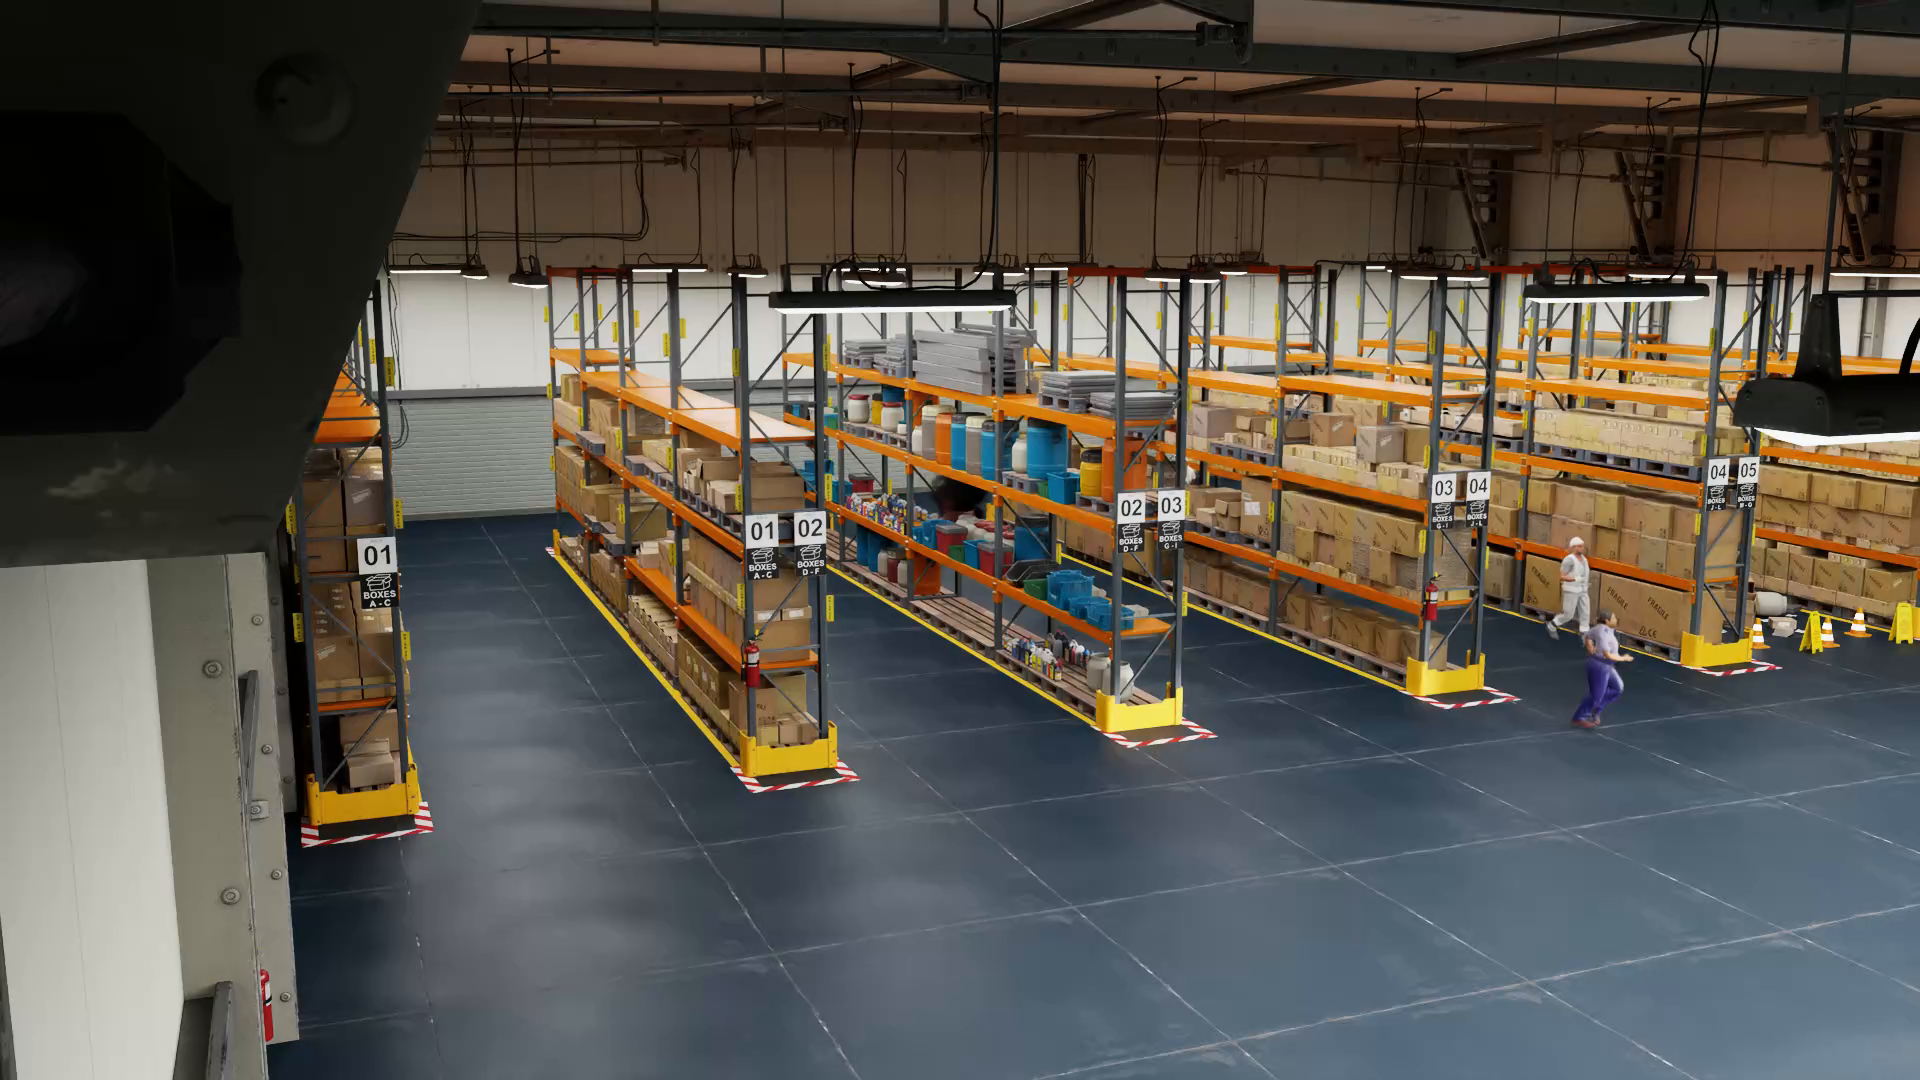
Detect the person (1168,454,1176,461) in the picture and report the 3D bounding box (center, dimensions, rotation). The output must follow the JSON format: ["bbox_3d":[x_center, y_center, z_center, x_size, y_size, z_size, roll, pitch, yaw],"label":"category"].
[{"bbox_3d":[5.288,-1.689,41.619,0.570,1.608,0.704,1,10,3],"label":"person"}]

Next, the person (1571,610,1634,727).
[{"bbox_3d":[8.566,1.712,22.133,0.724,1.615,0.577,4,11,20],"label":"person"}]

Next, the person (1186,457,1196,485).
[{"bbox_3d":[5.012,-1.037,37.606,0.627,1.818,0.877,-4,11,-21],"label":"person"}]

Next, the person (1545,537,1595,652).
[{"bbox_3d":[9.809,0.838,26.525,0.654,1.783,0.988,-5,11,-28],"label":"person"}]
